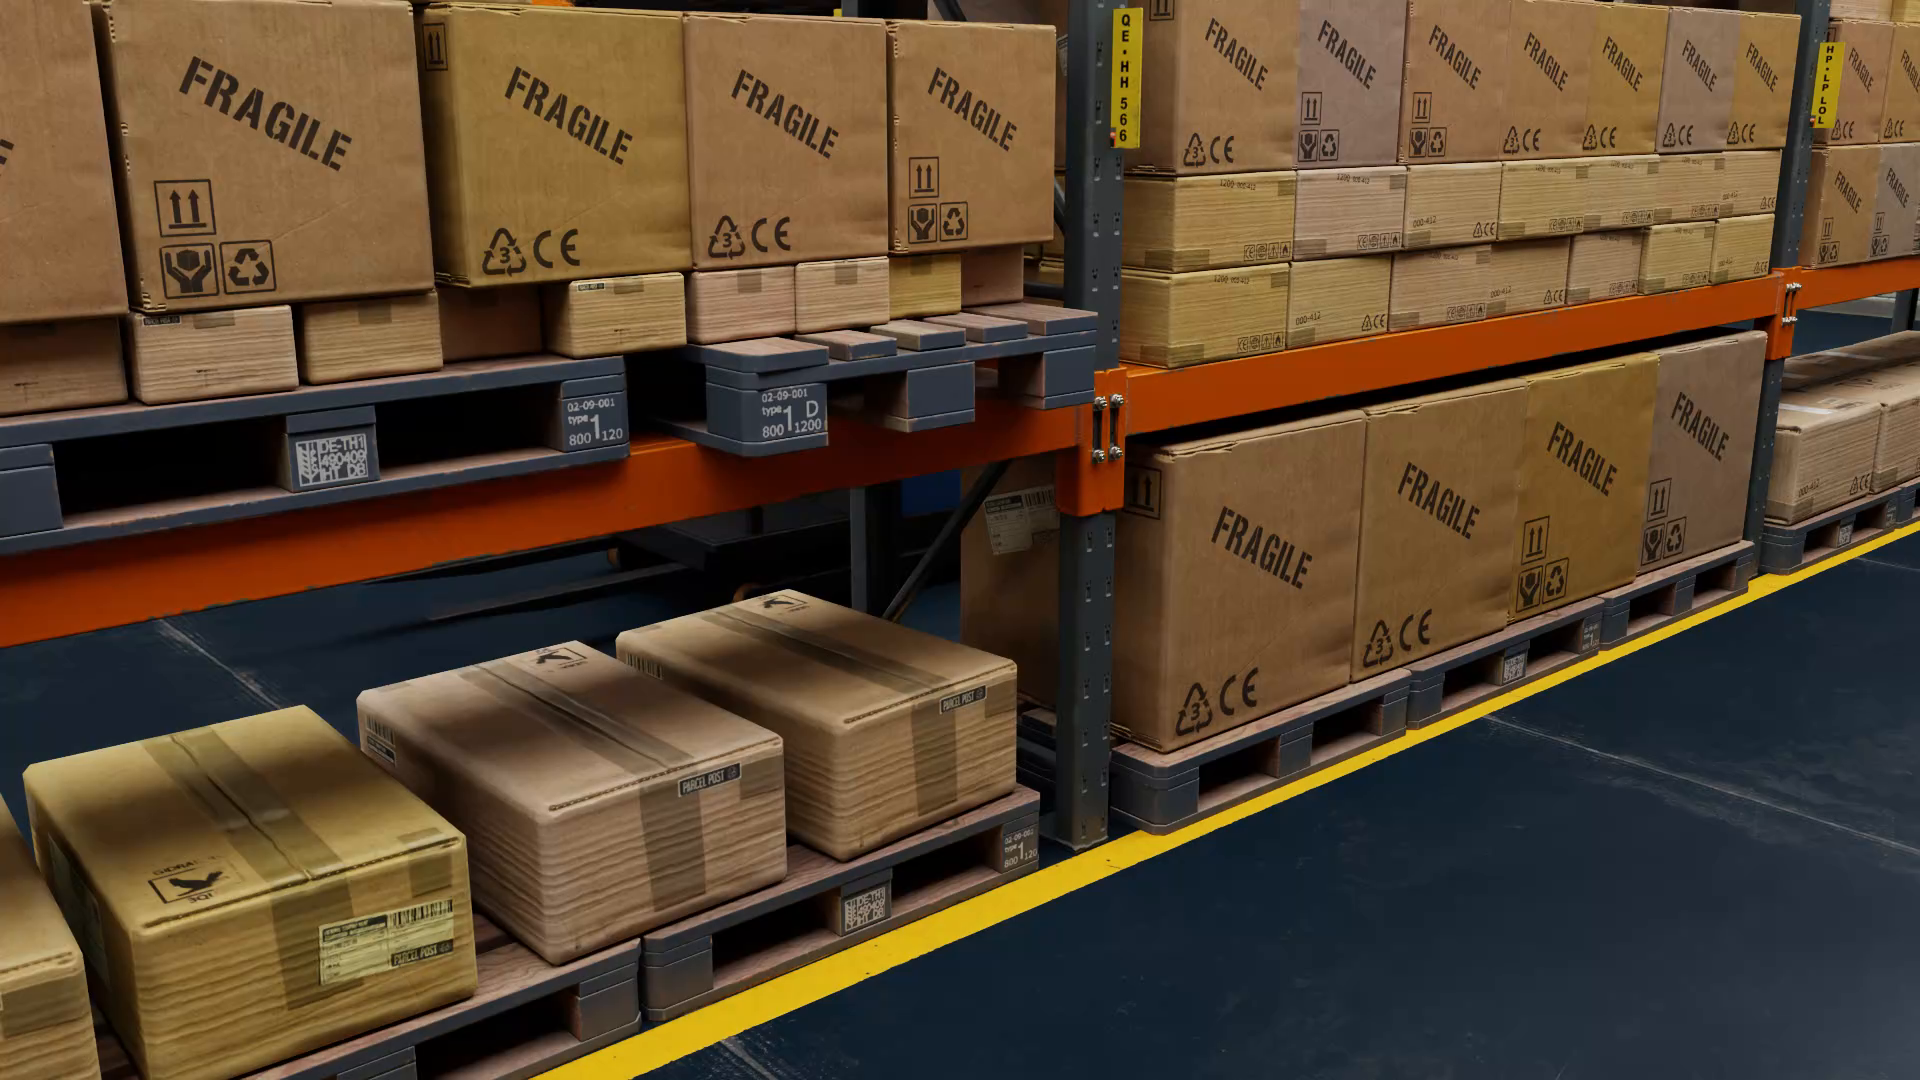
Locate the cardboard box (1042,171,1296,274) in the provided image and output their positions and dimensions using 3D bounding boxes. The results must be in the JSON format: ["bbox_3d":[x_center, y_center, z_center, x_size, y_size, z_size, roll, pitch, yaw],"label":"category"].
[{"bbox_3d":[0.581,-0.905,4.648,0.500,0.250,0.500,-13,20,-40],"label":"cardboard box"}]

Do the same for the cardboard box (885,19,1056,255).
[{"bbox_3d":[-0.124,-0.962,3.955,0.500,0.500,0.500,-13,20,-41],"label":"cardboard box"}]

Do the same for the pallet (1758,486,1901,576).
[{"bbox_3d":[3.679,-0.142,7.874,1.213,0.211,1.003,-13,19,-39],"label":"pallet"}]

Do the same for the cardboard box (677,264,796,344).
[{"bbox_3d":[-0.567,-0.526,3.581,0.250,0.149,0.380,-14,20,-42],"label":"cardboard box"}]

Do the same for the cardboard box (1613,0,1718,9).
[{"bbox_3d":[3.077,-2.335,7.290,0.250,0.149,0.380,-13,20,-40],"label":"cardboard box"}]

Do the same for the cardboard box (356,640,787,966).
[{"bbox_3d":[-0.948,0.589,4.012,0.625,0.372,0.950,-13,20,-40],"label":"cardboard box"}]

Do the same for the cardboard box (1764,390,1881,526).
[{"bbox_3d":[3.598,-0.426,7.685,0.875,0.438,0.875,-13,20,-40],"label":"cardboard box"}]

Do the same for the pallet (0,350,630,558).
[{"bbox_3d":[-1.430,-0.262,3.291,1.213,0.211,1.003,-13,19,-39],"label":"pallet"}]

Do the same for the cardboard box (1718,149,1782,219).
[{"bbox_3d":[2.881,-1.423,6.586,0.500,0.250,0.500,-13,20,-39],"label":"cardboard box"}]

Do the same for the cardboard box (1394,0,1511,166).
[{"bbox_3d":[1.337,-1.436,5.183,0.500,0.500,0.500,-12,19,-38],"label":"cardboard box"}]

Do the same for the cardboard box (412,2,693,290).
[{"bbox_3d":[-0.887,-0.787,3.298,0.500,0.500,0.500,-14,21,-43],"label":"cardboard box"}]

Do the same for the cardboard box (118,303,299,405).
[{"bbox_3d":[-1.355,-0.350,2.920,0.250,0.149,0.380,-12,19,-37],"label":"cardboard box"}]

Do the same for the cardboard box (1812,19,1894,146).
[{"bbox_3d":[3.572,-1.941,7.072,0.500,0.500,0.500,-12,19,-39],"label":"cardboard box"}]

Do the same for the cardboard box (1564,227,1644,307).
[{"bbox_3d":[2.103,-1.011,6.011,0.500,0.250,0.500,-13,20,-41],"label":"cardboard box"}]

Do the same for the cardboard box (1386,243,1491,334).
[{"bbox_3d":[1.346,-0.838,5.365,0.500,0.250,0.500,-12,19,-38],"label":"cardboard box"}]

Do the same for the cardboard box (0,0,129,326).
[{"bbox_3d":[-1.680,-0.605,2.619,0.500,0.500,0.500,-13,20,-40],"label":"cardboard box"}]

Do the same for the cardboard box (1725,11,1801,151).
[{"bbox_3d":[2.882,-1.783,6.480,0.500,0.500,0.500,-12,19,-38],"label":"cardboard box"}]

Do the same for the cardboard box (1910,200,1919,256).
[{"bbox_3d":[4.342,-1.620,7.809,0.500,0.500,0.500,-12,19,-39],"label":"cardboard box"}]

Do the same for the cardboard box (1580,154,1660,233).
[{"bbox_3d":[2.122,-1.248,5.931,0.500,0.250,0.500,-12,19,-38],"label":"cardboard box"}]

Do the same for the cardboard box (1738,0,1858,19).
[{"bbox_3d":[3.463,-2.224,6.874,0.250,0.149,0.380,-13,20,-40],"label":"cardboard box"}]

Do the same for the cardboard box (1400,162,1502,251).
[{"bbox_3d":[1.356,-1.074,5.282,0.500,0.250,0.500,-13,20,-40],"label":"cardboard box"}]

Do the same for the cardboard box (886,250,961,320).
[{"bbox_3d":[-0.211,-0.619,3.928,0.250,0.149,0.380,-12,19,-39],"label":"cardboard box"}]

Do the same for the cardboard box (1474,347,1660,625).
[{"bbox_3d":[1.963,-0.277,6.278,0.875,0.875,0.875,-12,19,-38],"label":"cardboard box"}]

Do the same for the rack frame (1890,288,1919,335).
[{"bbox_3d":[6.072,-2.053,9.625,0.127,3.000,1.000,-13,19,-39],"label":"rack frame"}]

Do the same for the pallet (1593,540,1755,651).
[{"bbox_3d":[2.521,0.117,6.904,1.213,0.211,1.003,-13,19,-39],"label":"pallet"}]

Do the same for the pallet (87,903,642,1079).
[{"bbox_3d":[-1.474,0.987,3.647,1.213,0.211,1.003,-13,19,-39],"label":"pallet"}]

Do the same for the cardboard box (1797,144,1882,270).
[{"bbox_3d":[3.580,-1.453,7.182,0.500,0.500,0.500,-12,19,-38],"label":"cardboard box"}]

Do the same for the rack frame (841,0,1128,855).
[{"bbox_3d":[0.037,-0.698,4.552,0.127,3.000,1.000,-13,19,-39],"label":"rack frame"}]

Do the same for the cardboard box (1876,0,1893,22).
[{"bbox_3d":[3.811,-2.322,7.241,0.250,0.149,0.380,-13,20,-40],"label":"cardboard box"}]

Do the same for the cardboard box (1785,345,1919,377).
[{"bbox_3d":[4.955,-0.731,8.824,0.875,0.438,0.875,-12,19,-38],"label":"cardboard box"}]

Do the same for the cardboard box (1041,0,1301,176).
[{"bbox_3d":[0.569,-1.266,4.544,0.500,0.500,0.500,-14,20,-41],"label":"cardboard box"}]

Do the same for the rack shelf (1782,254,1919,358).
[{"bbox_3d":[4.563,-1.367,8.450,4.000,0.370,1.077,-13,19,-39],"label":"rack shelf"}]

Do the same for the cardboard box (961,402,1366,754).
[{"bbox_3d":[0.612,0.025,5.149,0.875,0.875,0.875,-13,20,-40],"label":"cardboard box"}]

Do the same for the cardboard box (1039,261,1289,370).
[{"bbox_3d":[0.571,-0.660,4.698,0.500,0.250,0.500,-13,20,-40],"label":"cardboard box"}]

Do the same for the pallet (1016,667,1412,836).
[{"bbox_3d":[0.681,0.530,5.357,1.213,0.211,1.003,-13,19,-39],"label":"pallet"}]

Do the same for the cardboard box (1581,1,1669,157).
[{"bbox_3d":[2.101,-1.612,5.839,0.500,0.500,0.500,-12,19,-38],"label":"cardboard box"}]

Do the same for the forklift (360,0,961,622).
[{"bbox_3d":[-0.912,-1.236,6.696,3.031,2.935,1.130,-12,19,-38],"label":"forklift"}]

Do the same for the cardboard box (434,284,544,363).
[{"bbox_3d":[-1.038,-0.459,3.329,0.250,0.149,0.380,-12,19,-39],"label":"cardboard box"}]

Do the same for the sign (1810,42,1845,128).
[{"bbox_3d":[3.418,-1.793,6.560,0.005,0.325,0.100,-13,19,-39],"label":"sign"}]

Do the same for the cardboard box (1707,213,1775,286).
[{"bbox_3d":[2.881,-1.178,6.640,0.500,0.250,0.500,-13,20,-41],"label":"cardboard box"}]

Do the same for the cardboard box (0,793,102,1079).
[{"bbox_3d":[-2.047,0.834,3.093,0.625,0.372,0.950,-11,19,-36],"label":"cardboard box"}]

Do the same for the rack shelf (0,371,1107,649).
[{"bbox_3d":[-1.472,-0.012,3.376,4.000,0.370,1.077,-13,19,-39],"label":"rack shelf"}]
